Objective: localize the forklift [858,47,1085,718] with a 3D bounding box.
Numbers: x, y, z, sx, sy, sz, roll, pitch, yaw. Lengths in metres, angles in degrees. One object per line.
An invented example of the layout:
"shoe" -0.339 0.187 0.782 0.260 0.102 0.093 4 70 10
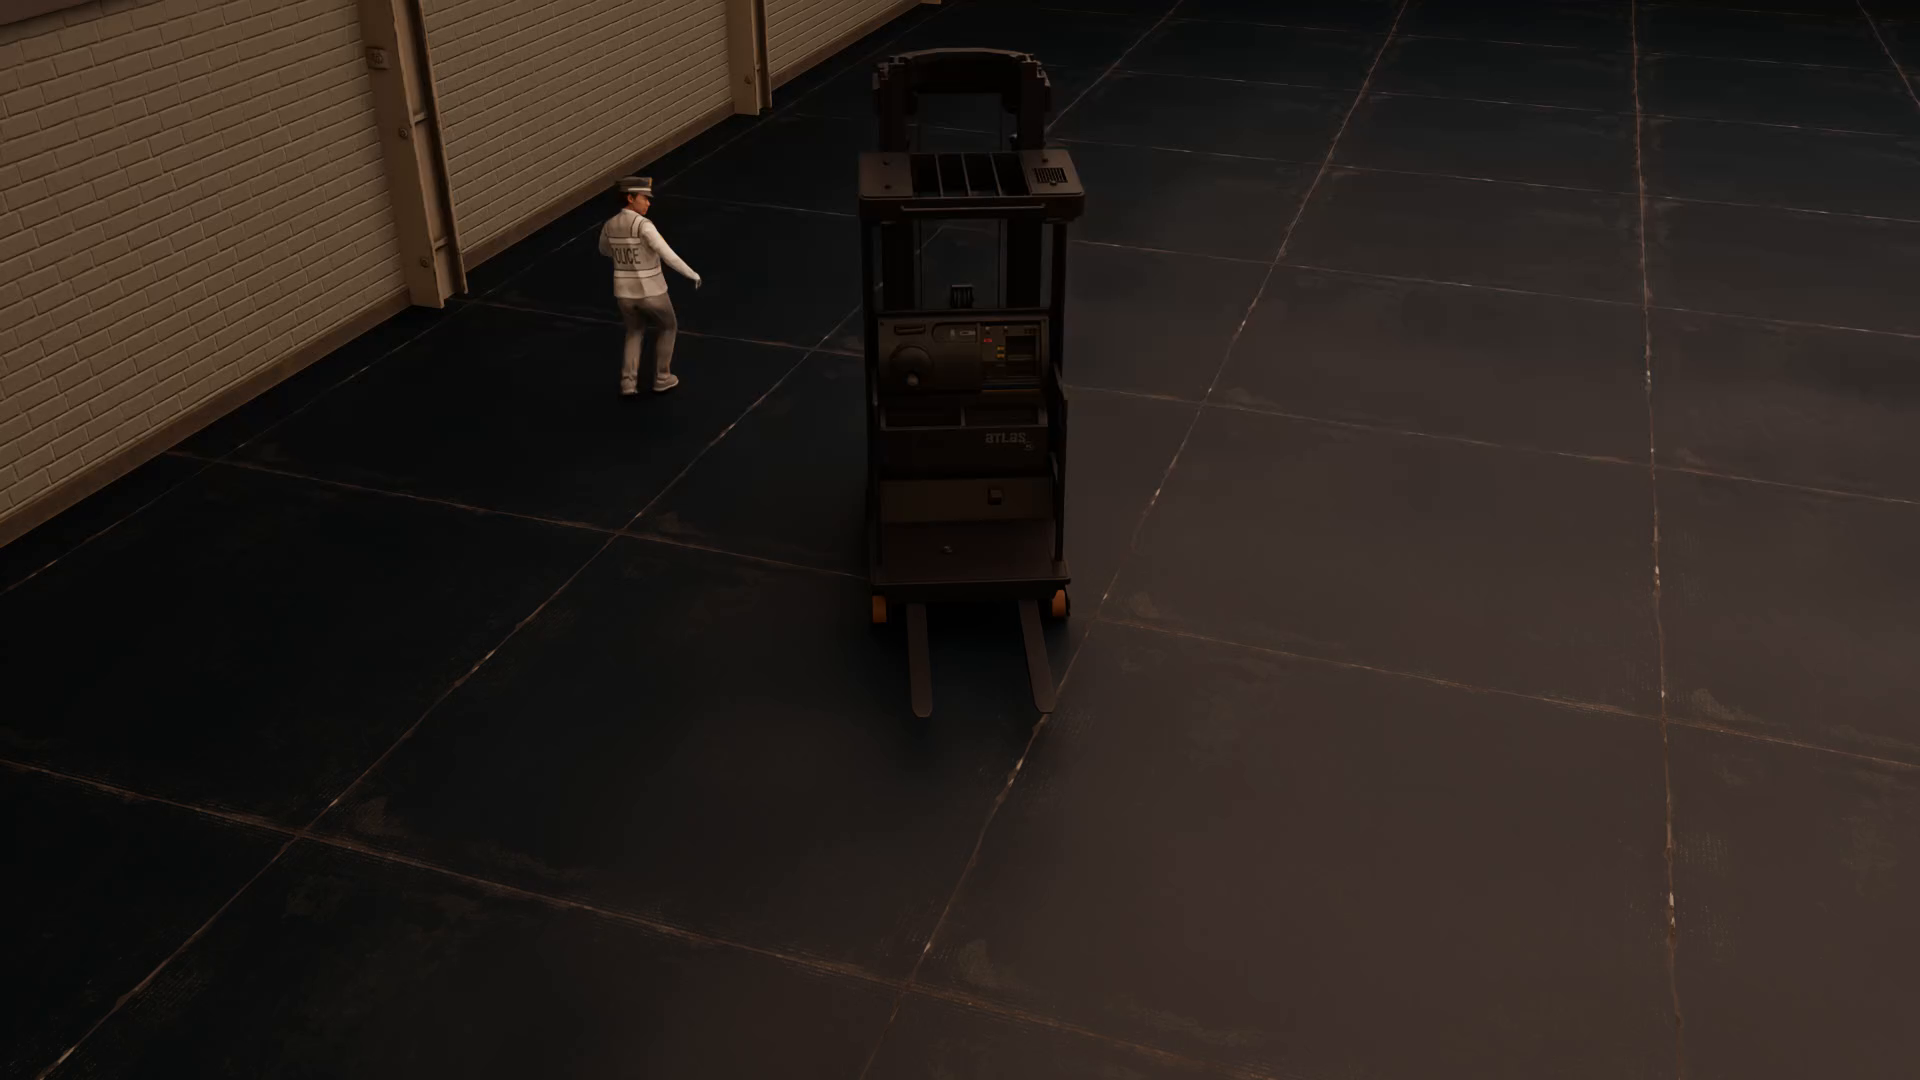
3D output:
"forklift" 0.035 -0.972 8.842 1.130 2.935 3.031 -2 30 -3

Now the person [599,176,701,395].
"person" -2.172 -1.779 11.621 0.742 1.594 0.667 10 31 16
